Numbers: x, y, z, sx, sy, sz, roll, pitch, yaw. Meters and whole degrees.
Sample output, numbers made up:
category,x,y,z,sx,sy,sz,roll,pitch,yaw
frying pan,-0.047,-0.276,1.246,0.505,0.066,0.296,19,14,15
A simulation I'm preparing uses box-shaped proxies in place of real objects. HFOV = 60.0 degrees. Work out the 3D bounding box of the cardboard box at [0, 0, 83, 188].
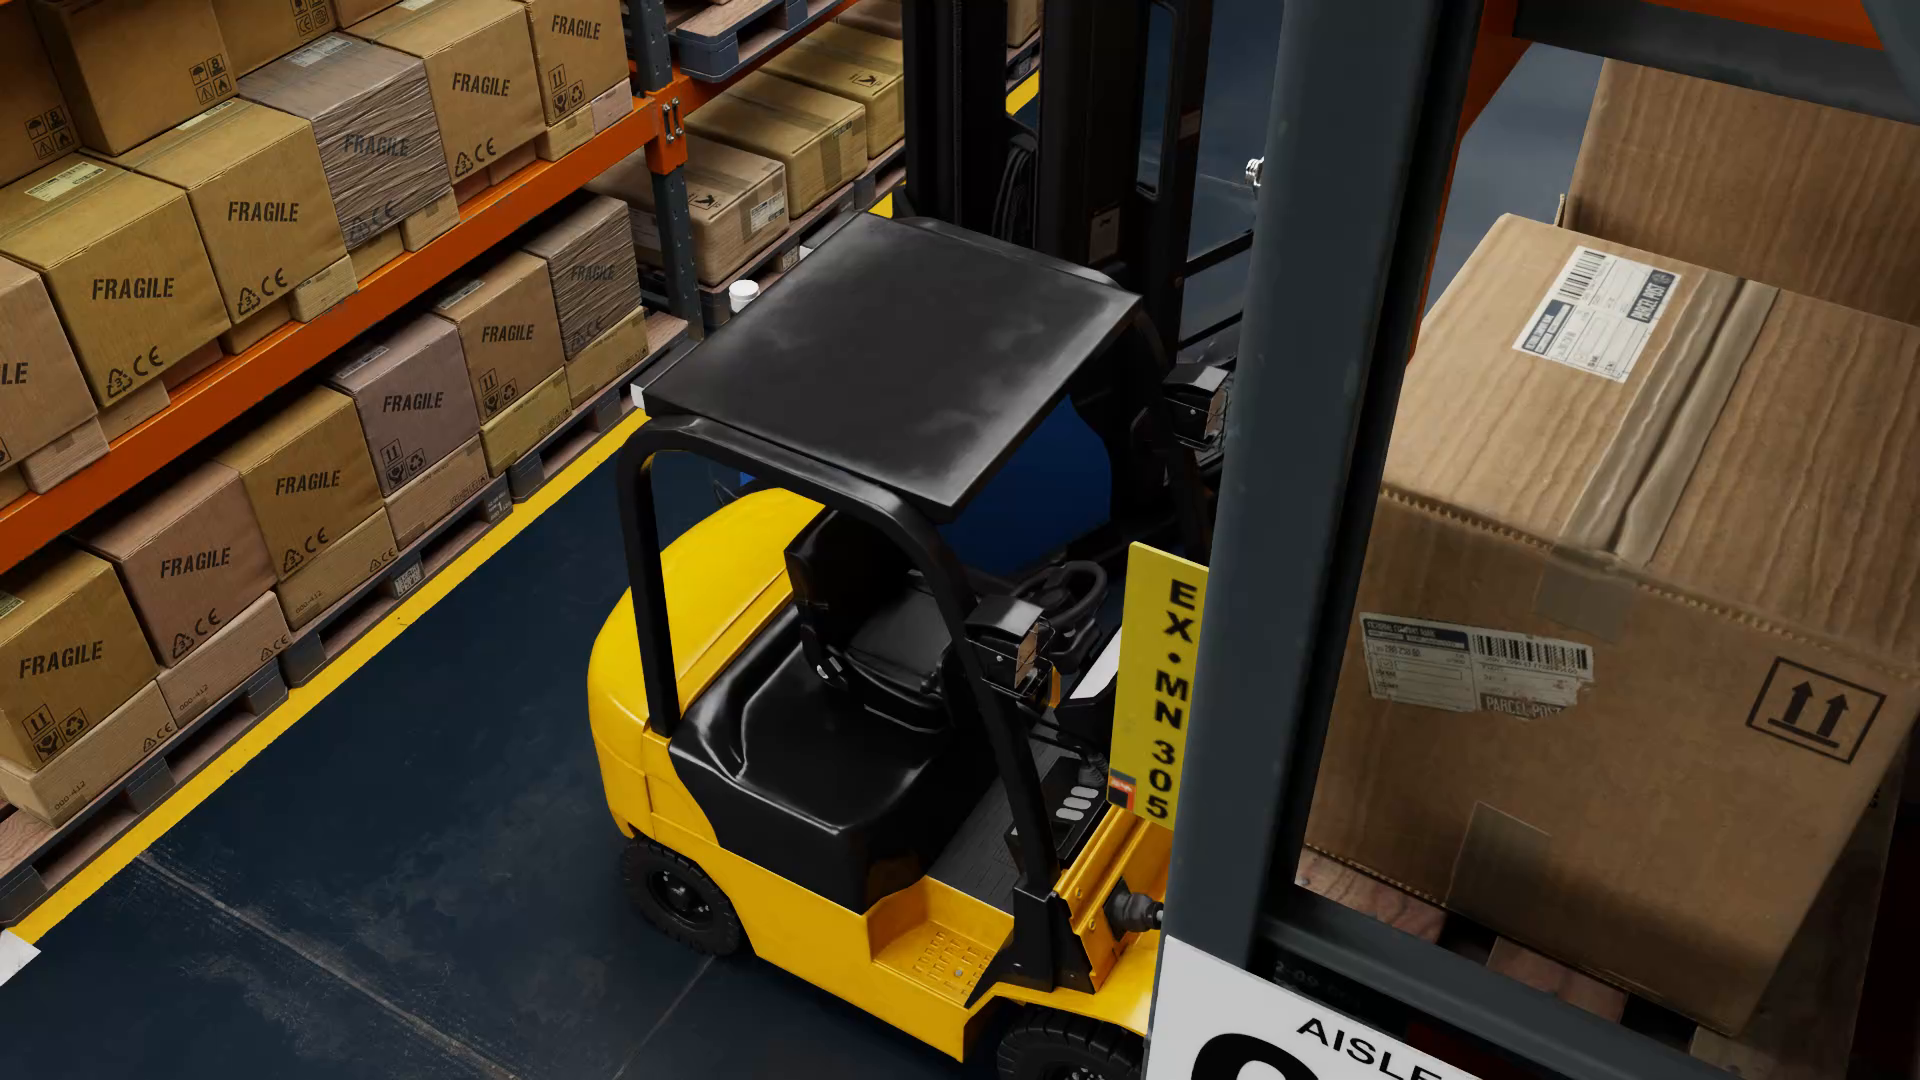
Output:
category,x,y,z,sx,sy,sz,roll,pitch,yaw
cardboard box,-3.162,-1.386,4.997,0.700,0.500,0.500,20,45,22

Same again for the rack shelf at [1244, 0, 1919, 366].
category,x,y,z,sx,sy,sz,roll,pitch,yaw
rack shelf,1.646,-1.220,2.174,1.077,0.370,4.000,21,45,22

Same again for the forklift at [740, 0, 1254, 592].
category,x,y,z,sx,sy,sz,roll,pitch,yaw
forklift,0.609,-1.400,6.122,3.031,2.935,1.130,-28,48,-28

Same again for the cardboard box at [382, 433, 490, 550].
category,x,y,z,sx,sy,sz,roll,pitch,yaw
cardboard box,-2.232,-0.274,6.554,0.500,0.250,0.500,22,46,23

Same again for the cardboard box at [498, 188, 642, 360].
category,x,y,z,sx,sy,sz,roll,pitch,yaw
cardboard box,-1.716,-1.153,6.985,0.500,0.500,0.500,20,45,22

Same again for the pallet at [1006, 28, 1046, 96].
category,x,y,z,sx,sy,sz,roll,pitch,yaw
pallet,-0.043,-2.968,9.961,1.003,0.211,1.213,21,45,22

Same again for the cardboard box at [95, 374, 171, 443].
category,x,y,z,sx,sy,sz,roll,pitch,yaw
cardboard box,-2.721,-0.479,5.214,0.380,0.149,0.250,22,46,23

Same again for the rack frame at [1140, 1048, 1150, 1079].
category,x,y,z,sx,sy,sz,roll,pitch,yaw
rack frame,0.645,1.755,2.487,1.000,3.000,0.127,21,45,22

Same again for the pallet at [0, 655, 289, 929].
category,x,y,z,sx,sy,sz,roll,pitch,yaw
pallet,-3.179,0.666,5.834,1.003,0.211,1.213,21,45,22

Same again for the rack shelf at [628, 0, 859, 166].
category,x,y,z,sx,sy,sz,roll,pitch,yaw
rack shelf,-0.652,-3.047,8.485,1.077,0.370,4.000,21,45,22

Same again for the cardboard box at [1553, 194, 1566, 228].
category,x,y,z,sx,sy,sz,roll,pitch,yaw
cardboard box,0.924,-0.235,2.186,0.396,0.266,0.258,21,46,22

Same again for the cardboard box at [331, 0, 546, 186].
category,x,y,z,sx,sy,sz,roll,pitch,yaw
cardboard box,-1.911,-1.689,6.097,0.500,0.500,0.500,22,46,23

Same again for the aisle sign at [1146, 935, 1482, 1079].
category,x,y,z,sx,sy,sz,roll,pitch,yaw
aisle sign,0.358,0.720,1.695,0.394,0.787,0.004,21,45,22

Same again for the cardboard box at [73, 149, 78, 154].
category,x,y,z,sx,sy,sz,roll,pitch,yaw
cardboard box,-3.113,-1.005,5.321,0.500,0.500,0.500,21,45,22

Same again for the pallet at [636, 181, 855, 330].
category,x,y,z,sx,sy,sz,roll,pitch,yaw
pallet,-1.264,-1.572,8.376,1.003,0.211,1.213,21,45,22

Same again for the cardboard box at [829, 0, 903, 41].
category,x,y,z,sx,sy,sz,roll,pitch,yaw
cardboard box,-0.305,-2.888,9.431,0.950,0.372,0.625,20,45,21

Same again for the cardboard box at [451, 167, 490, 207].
category,x,y,z,sx,sy,sz,roll,pitch,yaw
cardboard box,-2.003,-1.388,6.246,0.380,0.149,0.250,20,45,21

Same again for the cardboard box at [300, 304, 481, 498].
category,x,y,z,sx,sy,sz,roll,pitch,yaw
cardboard box,-2.224,-0.569,6.322,0.500,0.500,0.500,23,46,24

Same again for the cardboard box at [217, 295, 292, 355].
category,x,y,z,sx,sy,sz,roll,pitch,yaw
cardboard box,-2.483,-0.791,5.569,0.380,0.149,0.250,20,45,21

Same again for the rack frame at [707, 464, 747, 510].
category,x,y,z,sx,sy,sz,roll,pitch,yaw
rack frame,-0.752,0.116,5.940,0.006,0.900,0.240,-34,52,-26

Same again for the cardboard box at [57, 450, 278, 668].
category,x,y,z,sx,sy,sz,roll,pitch,yaw
cardboard box,-2.742,0.024,5.648,0.500,0.500,0.500,19,45,21

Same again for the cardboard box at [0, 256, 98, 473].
category,x,y,z,sx,sy,sz,roll,pitch,yaw
cardboard box,-2.921,-0.510,4.759,0.500,0.500,0.500,22,46,23

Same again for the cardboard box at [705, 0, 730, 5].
category,x,y,z,sx,sy,sz,roll,pitch,yaw
cardboard box,-1.103,-2.448,7.132,0.380,0.149,0.250,22,46,23

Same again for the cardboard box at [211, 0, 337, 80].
category,x,y,z,sx,sy,sz,roll,pitch,yaw
cardboard box,-2.610,-1.954,5.642,0.700,0.500,0.500,20,45,21

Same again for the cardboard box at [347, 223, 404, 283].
category,x,y,z,sx,sy,sz,roll,pitch,yaw
cardboard box,-2.209,-1.075,5.891,0.380,0.149,0.250,20,45,21

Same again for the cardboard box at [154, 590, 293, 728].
category,x,y,z,sx,sy,sz,roll,pitch,yaw
cardboard box,-2.749,0.331,5.868,0.500,0.250,0.500,23,46,24

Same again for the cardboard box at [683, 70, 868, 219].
category,x,y,z,sx,sy,sz,roll,pitch,yaw
cardboard box,-1.036,-2.058,8.488,0.950,0.372,0.625,24,47,25

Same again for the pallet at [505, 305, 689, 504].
category,x,y,z,sx,sy,sz,roll,pitch,yaw
pallet,-1.958,-0.730,7.420,1.003,0.211,1.213,21,45,22

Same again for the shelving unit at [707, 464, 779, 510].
category,x,y,z,sx,sy,sz,roll,pitch,yaw
shelving unit,-0.676,0.064,5.984,0.210,0.900,0.258,-34,52,-26

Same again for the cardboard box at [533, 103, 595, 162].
category,x,y,z,sx,sy,sz,roll,pitch,yaw
cardboard box,-1.669,-1.649,6.543,0.380,0.149,0.250,22,46,23

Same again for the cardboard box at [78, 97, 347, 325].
category,x,y,z,sx,sy,sz,roll,pitch,yaw
cardboard box,-2.419,-1.096,5.424,0.500,0.500,0.500,20,45,21

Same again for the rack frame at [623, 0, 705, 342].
category,x,y,z,sx,sy,sz,roll,pitch,yaw
rack frame,-1.653,-2.173,6.948,1.000,3.000,0.127,21,45,22

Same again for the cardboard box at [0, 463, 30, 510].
category,x,y,z,sx,sy,sz,roll,pitch,yaw
cardboard box,-2.988,-0.190,4.886,0.380,0.149,0.250,19,45,21

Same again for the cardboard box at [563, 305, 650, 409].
category,x,y,z,sx,sy,sz,roll,pitch,yaw
cardboard box,-1.716,-0.871,7.233,0.500,0.250,0.500,23,46,24
